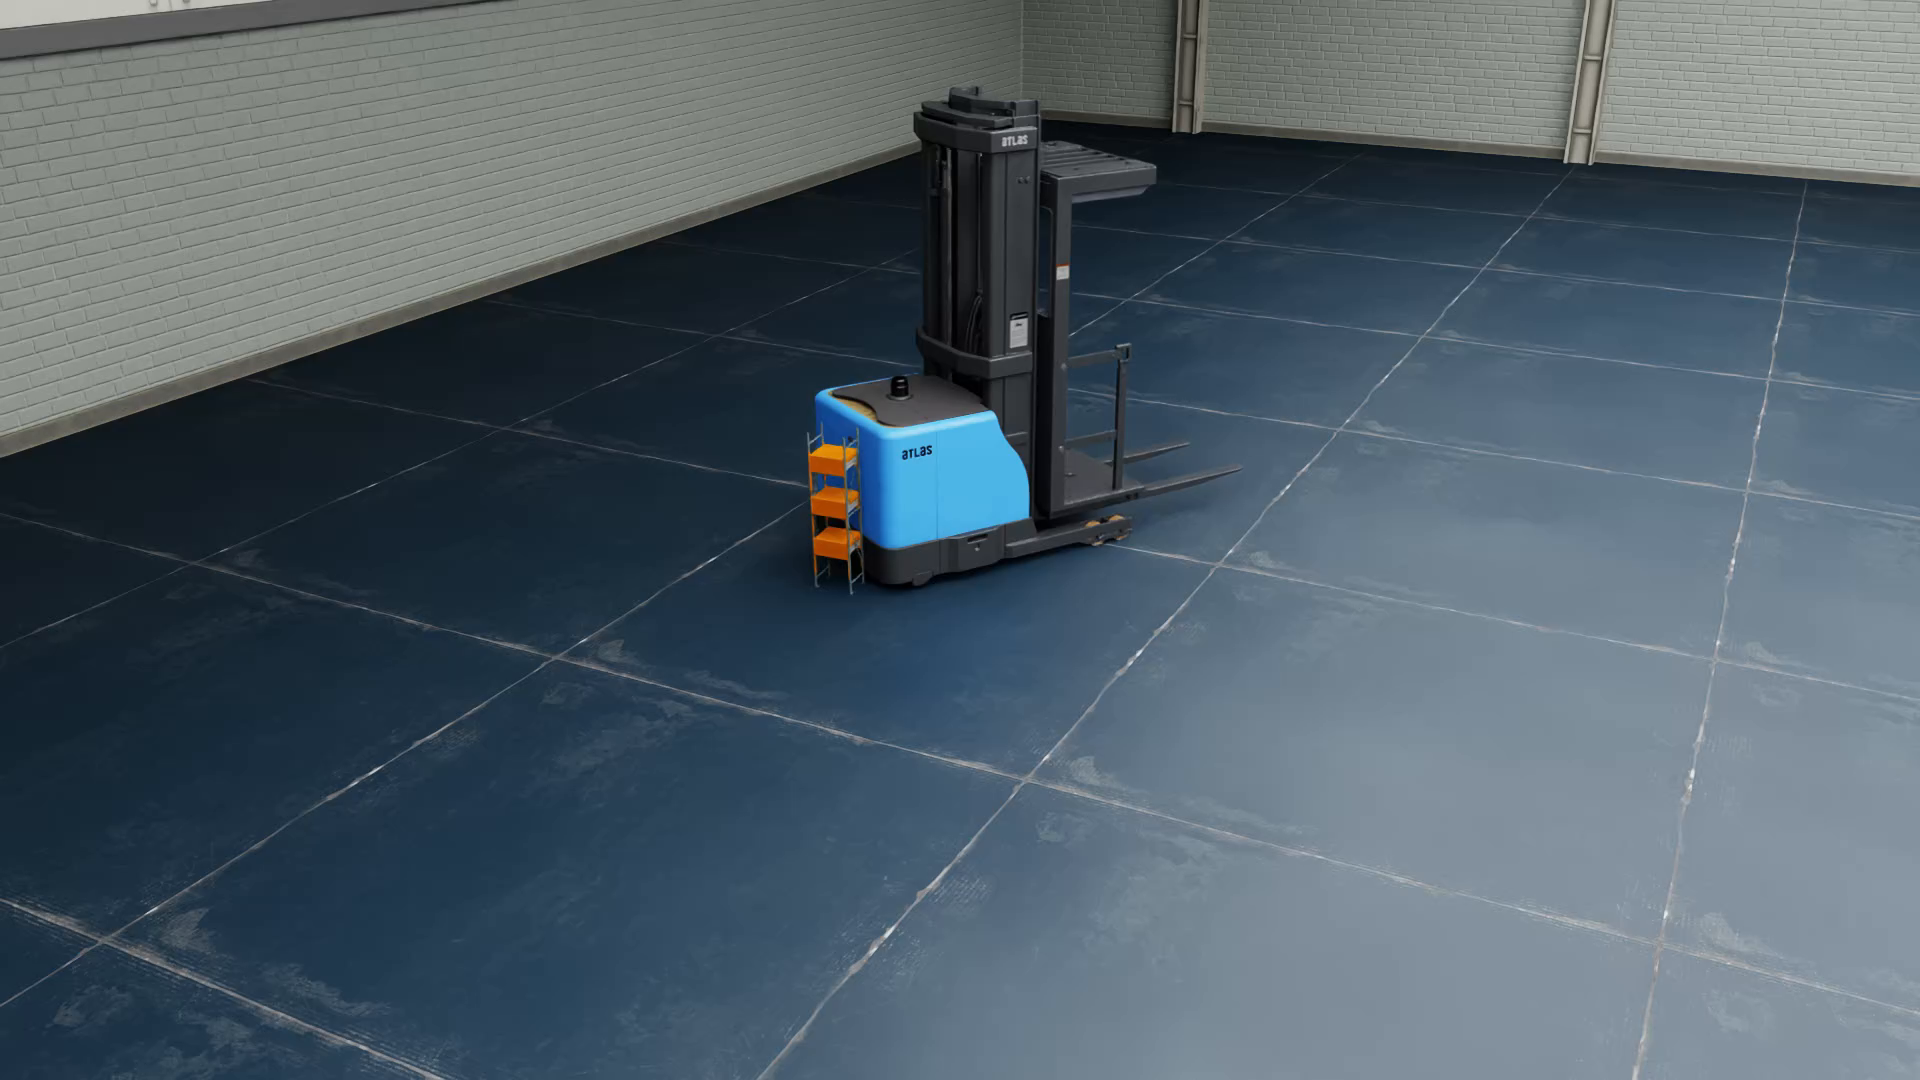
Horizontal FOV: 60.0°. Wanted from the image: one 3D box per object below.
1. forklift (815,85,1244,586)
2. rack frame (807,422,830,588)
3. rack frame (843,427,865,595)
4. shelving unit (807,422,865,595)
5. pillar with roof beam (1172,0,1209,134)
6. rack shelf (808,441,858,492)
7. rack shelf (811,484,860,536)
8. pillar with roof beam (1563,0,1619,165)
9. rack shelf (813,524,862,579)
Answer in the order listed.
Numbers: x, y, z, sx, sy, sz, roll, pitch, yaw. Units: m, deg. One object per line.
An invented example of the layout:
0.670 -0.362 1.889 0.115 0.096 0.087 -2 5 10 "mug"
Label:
0.571 -1.470 10.963 3.031 2.935 1.130 -13 26 -28 "forklift"
-0.883 -0.209 10.391 0.008 1.050 0.200 9 27 21 "rack frame"
-0.657 -0.173 10.305 0.008 1.050 0.200 9 27 21 "rack frame"
-0.770 -0.191 10.348 0.252 1.050 0.215 9 27 21 "shelving unit"
1.691 -9.183 21.345 0.400 9.000 9.100 11 25 25 "pillar with roof beam"
-0.774 -0.439 10.233 0.240 0.259 0.215 9 27 21 "rack shelf"
-0.770 -0.181 10.352 0.240 0.259 0.215 9 27 21 "rack shelf"
7.046 -8.124 18.853 0.400 9.000 9.100 11 25 25 "pillar with roof beam"
-0.766 0.071 10.469 0.240 0.259 0.215 9 27 21 "rack shelf"
